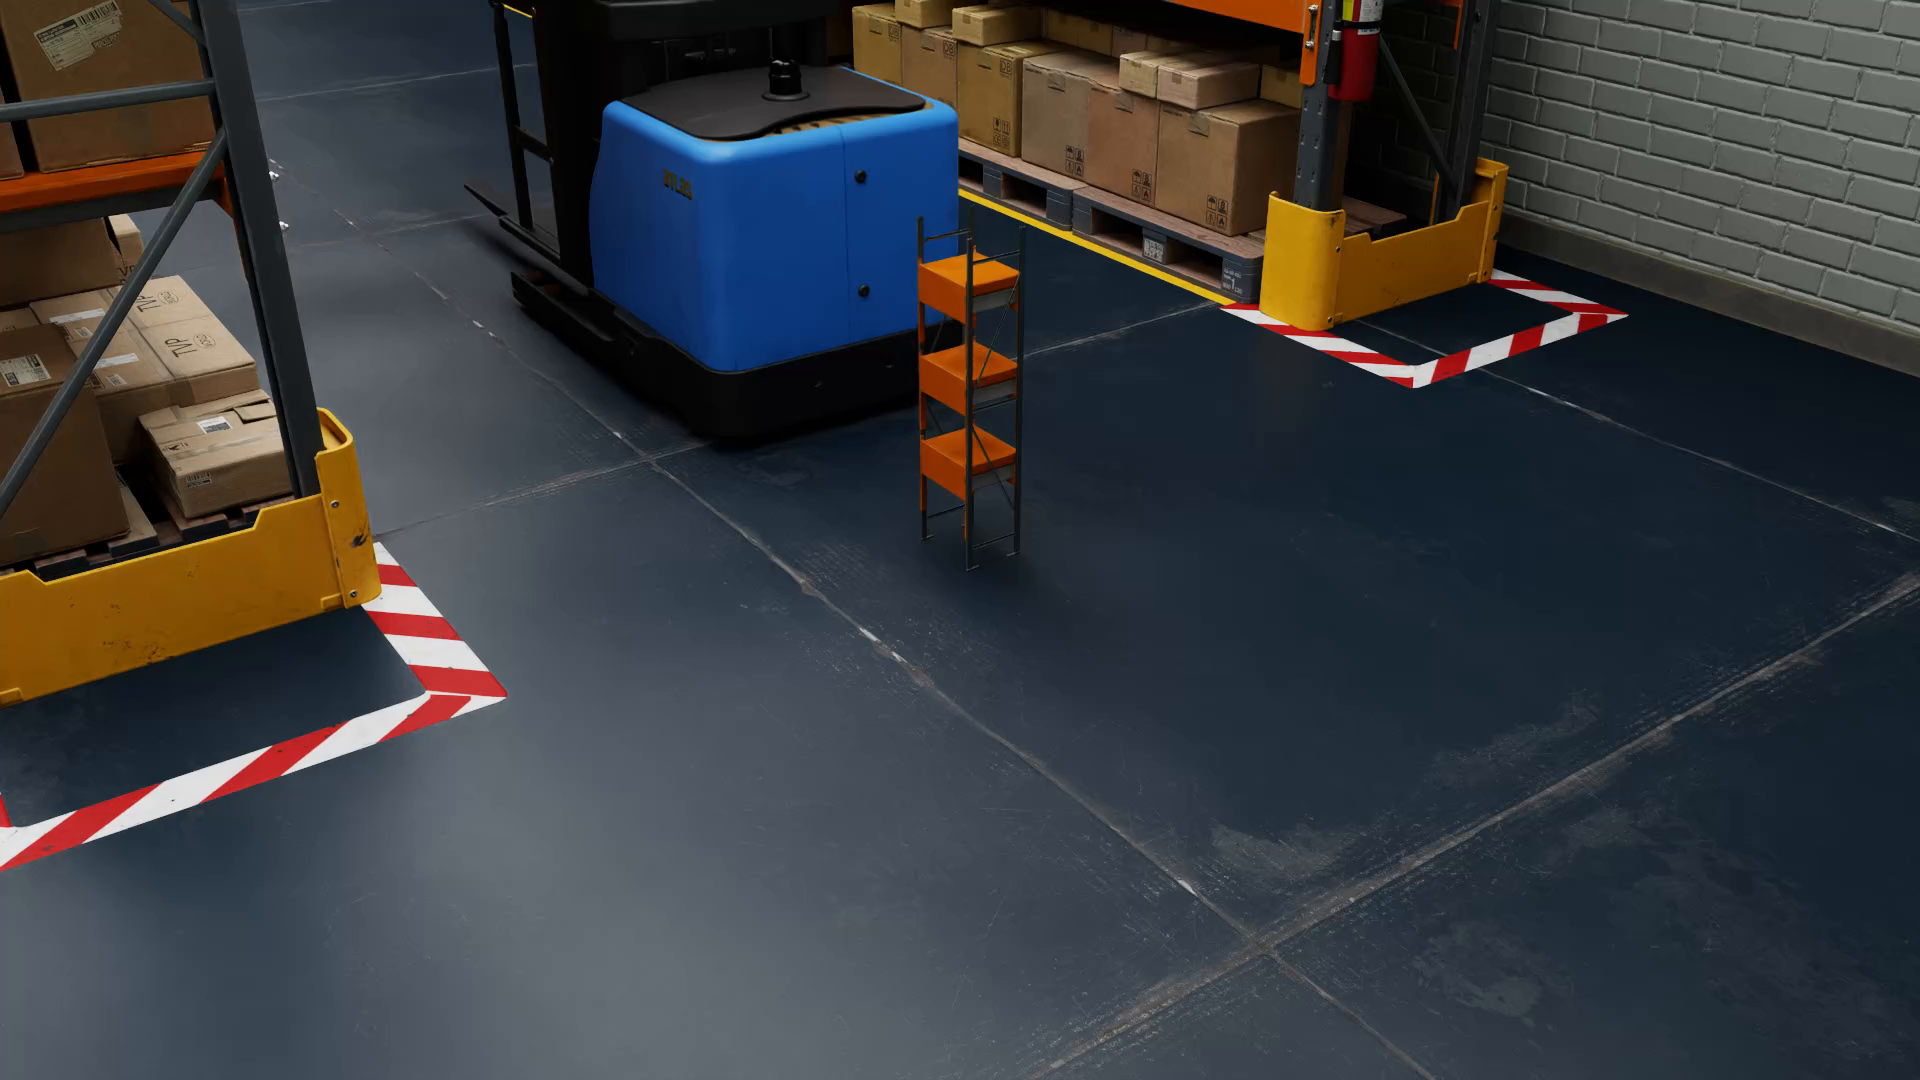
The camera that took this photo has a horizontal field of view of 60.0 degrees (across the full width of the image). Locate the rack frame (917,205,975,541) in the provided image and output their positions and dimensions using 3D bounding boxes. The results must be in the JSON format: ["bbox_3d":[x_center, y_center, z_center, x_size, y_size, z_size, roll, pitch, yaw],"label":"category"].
[{"bbox_3d":[-0.040,-0.488,5.048,0.200,1.050,0.008,-19,34,-31],"label":"rack frame"}]

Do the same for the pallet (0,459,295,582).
[{"bbox_3d":[-2.739,-0.140,5.287,1.003,0.211,1.213,-19,34,-31],"label":"pallet"}]

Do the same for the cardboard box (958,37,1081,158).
[{"bbox_3d":[0.416,-2.325,8.566,0.700,0.500,0.500,-18,33,-30],"label":"cardboard box"}]

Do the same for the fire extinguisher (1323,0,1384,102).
[{"bbox_3d":[1.513,-2.015,6.288,0.296,0.674,0.183,-19,34,-31],"label":"fire extinguisher"}]

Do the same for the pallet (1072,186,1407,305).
[{"bbox_3d":[1.274,-1.463,7.722,1.003,0.211,1.213,-19,34,-31],"label":"pallet"}]

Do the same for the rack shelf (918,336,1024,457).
[{"bbox_3d":[0.031,-0.431,4.966,0.215,0.259,0.240,-19,34,-31],"label":"rack shelf"}]

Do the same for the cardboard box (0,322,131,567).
[{"bbox_3d":[-2.748,-0.264,4.752,0.500,0.500,0.500,-19,34,-31],"label":"cardboard box"}]

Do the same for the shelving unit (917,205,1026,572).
[{"bbox_3d":[0.031,-0.441,4.961,0.215,1.050,0.252,-19,34,-31],"label":"shelving unit"}]

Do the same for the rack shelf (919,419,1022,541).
[{"bbox_3d":[0.031,-0.187,5.099,0.215,0.259,0.240,-19,34,-31],"label":"rack shelf"}]

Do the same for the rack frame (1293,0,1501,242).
[{"bbox_3d":[1.801,-2.399,6.524,1.000,3.000,0.127,-19,34,-31],"label":"rack frame"}]

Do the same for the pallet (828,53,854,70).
[{"bbox_3d":[-1.028,-3.008,10.567,1.003,0.211,1.213,-19,34,-31],"label":"pallet"}]

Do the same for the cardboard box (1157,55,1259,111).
[{"bbox_3d":[1.091,-2.014,7.315,0.380,0.149,0.250,-19,34,-31],"label":"cardboard box"}]

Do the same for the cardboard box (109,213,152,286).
[{"bbox_3d":[-3.555,-1.158,6.596,0.500,0.311,0.500,-19,34,-31],"label":"cardboard box"}]

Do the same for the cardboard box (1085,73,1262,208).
[{"bbox_3d":[1.024,-1.924,7.829,0.700,0.500,0.500,-19,34,-31],"label":"cardboard box"}]

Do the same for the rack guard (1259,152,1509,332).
[{"bbox_3d":[1.815,-1.291,7.104,1.175,0.500,0.348,-19,34,-31],"label":"rack guard"}]

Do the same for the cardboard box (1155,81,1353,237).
[{"bbox_3d":[1.314,-1.729,7.471,0.700,0.500,0.500,-19,34,-31],"label":"cardboard box"}]

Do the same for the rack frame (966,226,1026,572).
[{"bbox_3d":[0.102,-0.393,4.874,0.200,1.050,0.008,-19,34,-31],"label":"rack frame"}]

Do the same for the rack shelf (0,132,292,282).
[{"bbox_3d":[-3.392,-1.488,5.600,1.077,0.370,4.000,-19,34,-31],"label":"rack shelf"}]

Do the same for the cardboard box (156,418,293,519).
[{"bbox_3d":[-2.194,-0.225,5.047,0.380,0.149,0.250,-19,34,-31],"label":"cardboard box"}]

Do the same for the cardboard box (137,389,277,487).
[{"bbox_3d":[-2.339,-0.330,5.222,0.380,0.166,0.250,-19,34,-31],"label":"cardboard box"}]

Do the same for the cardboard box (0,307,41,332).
[{"bbox_3d":[-3.274,-0.532,5.507,0.500,0.250,0.500,-19,34,-31],"label":"cardboard box"}]

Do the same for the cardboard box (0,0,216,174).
[{"bbox_3d":[-2.274,-1.316,4.425,0.500,0.500,0.500,-18,33,-30],"label":"cardboard box"}]

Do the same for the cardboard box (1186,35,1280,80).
[{"bbox_3d":[1.255,-2.218,7.690,0.380,0.149,0.250,-19,34,-31],"label":"cardboard box"}]

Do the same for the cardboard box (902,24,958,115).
[{"bbox_3d":[0.120,-2.525,8.935,0.700,0.500,0.500,-19,34,-31],"label":"cardboard box"}]

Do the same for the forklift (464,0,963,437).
[{"bbox_3d":[-1.235,-2.297,6.408,1.130,2.935,3.031,-18,33,-30],"label":"forklift"}]

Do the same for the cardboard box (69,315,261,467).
[{"bbox_3d":[-2.606,-0.495,5.439,0.500,0.250,0.500,-19,34,-31],"label":"cardboard box"}]

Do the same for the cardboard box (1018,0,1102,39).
[{"bbox_3d":[0.516,-2.712,8.601,0.380,0.149,0.250,-18,33,-30],"label":"cardboard box"}]

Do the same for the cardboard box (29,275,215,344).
[{"bbox_3d":[-2.896,-0.690,5.797,0.500,0.250,0.500,-19,34,-31],"label":"cardboard box"}]

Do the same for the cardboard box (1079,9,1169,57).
[{"bbox_3d":[0.813,-2.514,8.235,0.380,0.149,0.250,-18,33,-30],"label":"cardboard box"}]

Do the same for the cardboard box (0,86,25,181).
[{"bbox_3d":[-2.713,-1.169,4.154,0.500,0.500,0.500,-18,33,-29],"label":"cardboard box"}]

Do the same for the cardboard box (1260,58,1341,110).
[{"bbox_3d":[1.549,-2.021,7.328,0.380,0.149,0.250,-19,34,-30],"label":"cardboard box"}]

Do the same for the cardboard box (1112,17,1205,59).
[{"bbox_3d":[0.962,-2.414,8.052,0.380,0.149,0.250,-18,33,-30],"label":"cardboard box"}]

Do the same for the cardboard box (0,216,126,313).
[{"bbox_3d":[-3.458,-0.949,6.008,0.797,0.503,0.637,-19,34,-31],"label":"cardboard box"}]

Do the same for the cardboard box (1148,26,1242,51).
[{"bbox_3d":[1.110,-2.315,7.870,0.380,0.149,0.250,-18,34,-30],"label":"cardboard box"}]

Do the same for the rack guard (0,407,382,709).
[{"bbox_3d":[-2.276,0.043,4.647,1.175,0.500,0.348,-19,34,-31],"label":"rack guard"}]

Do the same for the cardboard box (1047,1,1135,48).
[{"bbox_3d":[0.666,-2.612,8.416,0.380,0.149,0.250,-19,34,-31],"label":"cardboard box"}]

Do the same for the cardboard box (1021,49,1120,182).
[{"bbox_3d":[0.731,-2.119,8.188,0.700,0.500,0.500,-20,34,-32],"label":"cardboard box"}]

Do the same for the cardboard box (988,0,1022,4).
[{"bbox_3d":[0.370,-2.811,8.782,0.380,0.149,0.250,-20,34,-32],"label":"cardboard box"}]

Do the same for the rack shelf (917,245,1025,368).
[{"bbox_3d":[0.031,-0.681,4.831,0.215,0.259,0.240,-19,34,-31],"label":"rack shelf"}]

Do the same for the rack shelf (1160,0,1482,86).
[{"bbox_3d":[0.641,-2.860,8.128,1.077,0.370,4.000,-19,34,-31],"label":"rack shelf"}]

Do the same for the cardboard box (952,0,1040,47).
[{"bbox_3d":[0.184,-2.619,8.430,0.380,0.149,0.250,-20,34,-32],"label":"cardboard box"}]

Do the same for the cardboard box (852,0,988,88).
[{"bbox_3d":[-0.168,-2.721,9.296,0.700,0.500,0.500,-18,33,-30],"label":"cardboard box"}]

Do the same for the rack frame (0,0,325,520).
[{"bbox_3d":[-2.232,-1.026,3.996,1.000,3.000,0.127,-19,34,-31],"label":"rack frame"}]

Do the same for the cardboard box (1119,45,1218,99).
[{"bbox_3d":[0.942,-2.113,7.497,0.380,0.149,0.250,-18,33,-29],"label":"cardboard box"}]

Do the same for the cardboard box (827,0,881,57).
[{"bbox_3d":[-1.002,-3.411,10.199,0.750,0.750,0.750,-18,33,-30],"label":"cardboard box"}]

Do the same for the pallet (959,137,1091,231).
[{"bbox_3d":[0.570,-1.937,8.595,1.003,0.211,1.213,-19,34,-31],"label":"pallet"}]

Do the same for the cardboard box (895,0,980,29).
[{"bbox_3d":[-0.118,-2.822,8.803,0.380,0.149,0.250,-18,33,-29],"label":"cardboard box"}]
